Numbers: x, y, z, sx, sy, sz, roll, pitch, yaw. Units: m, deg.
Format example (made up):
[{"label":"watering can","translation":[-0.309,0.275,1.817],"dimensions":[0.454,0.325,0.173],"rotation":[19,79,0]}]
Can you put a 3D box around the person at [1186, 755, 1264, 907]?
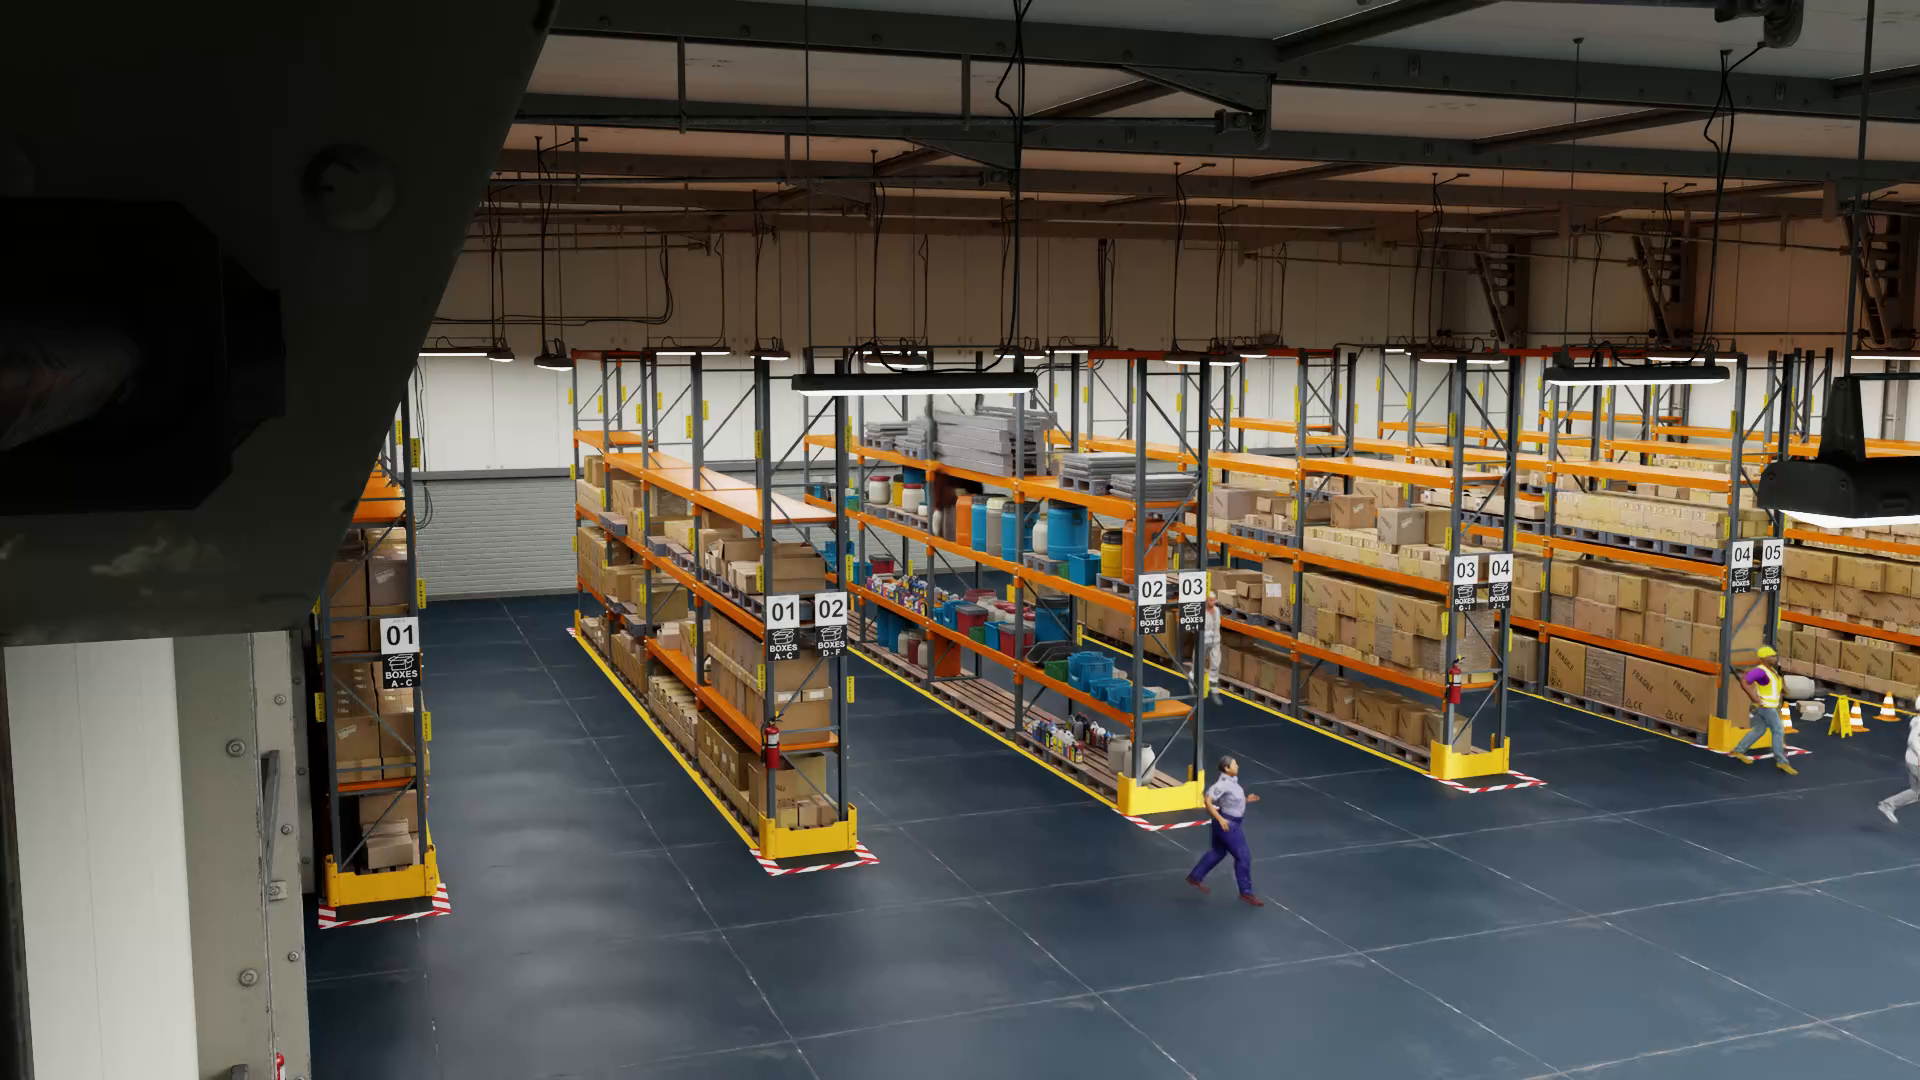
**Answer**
[{"label":"person","translation":[2.976,3.306,18.518],"dimensions":[0.844,1.493,0.594],"rotation":[1,7,8]}]

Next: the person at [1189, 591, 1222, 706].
[{"label":"person","translation":[4.093,1.766,27.487],"dimensions":[0.602,1.889,0.788],"rotation":[-3,8,-22]}]

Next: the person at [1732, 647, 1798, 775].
[{"label":"person","translation":[11.754,2.446,24.184],"dimensions":[0.888,1.794,0.769],"rotation":[4,8,29]}]

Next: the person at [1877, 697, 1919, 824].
[{"label":"person","translation":[12.170,2.842,21.115],"dimensions":[0.824,1.777,0.669],"rotation":[3,8,21]}]
